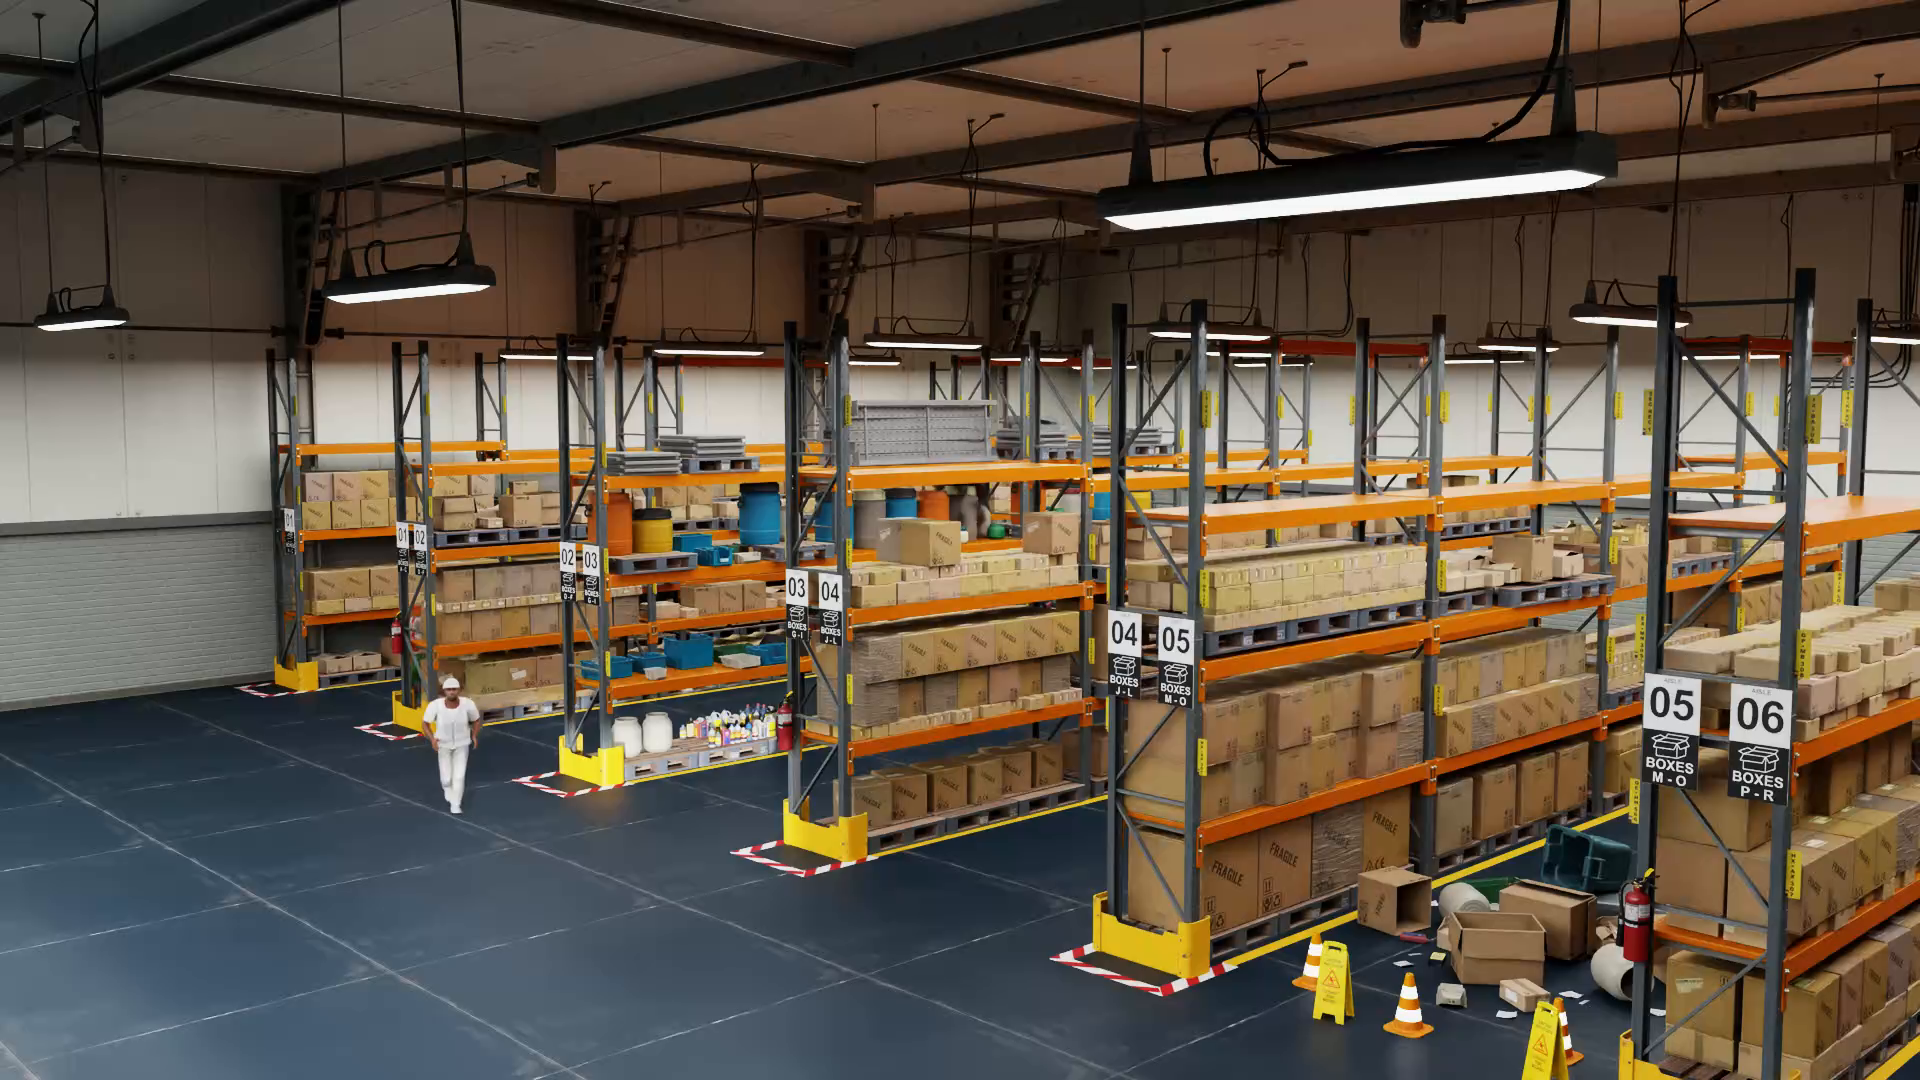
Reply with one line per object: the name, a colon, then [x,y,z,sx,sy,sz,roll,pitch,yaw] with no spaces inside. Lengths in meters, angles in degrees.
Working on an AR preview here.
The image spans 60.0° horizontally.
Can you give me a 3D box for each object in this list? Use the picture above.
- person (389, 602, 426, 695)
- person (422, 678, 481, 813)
person: [-9.049,1.892,27.545,0.585,1.794,0.946,3,6,29]
person: [-6.325,2.535,20.703,0.703,1.698,0.639,-2,5,-19]
